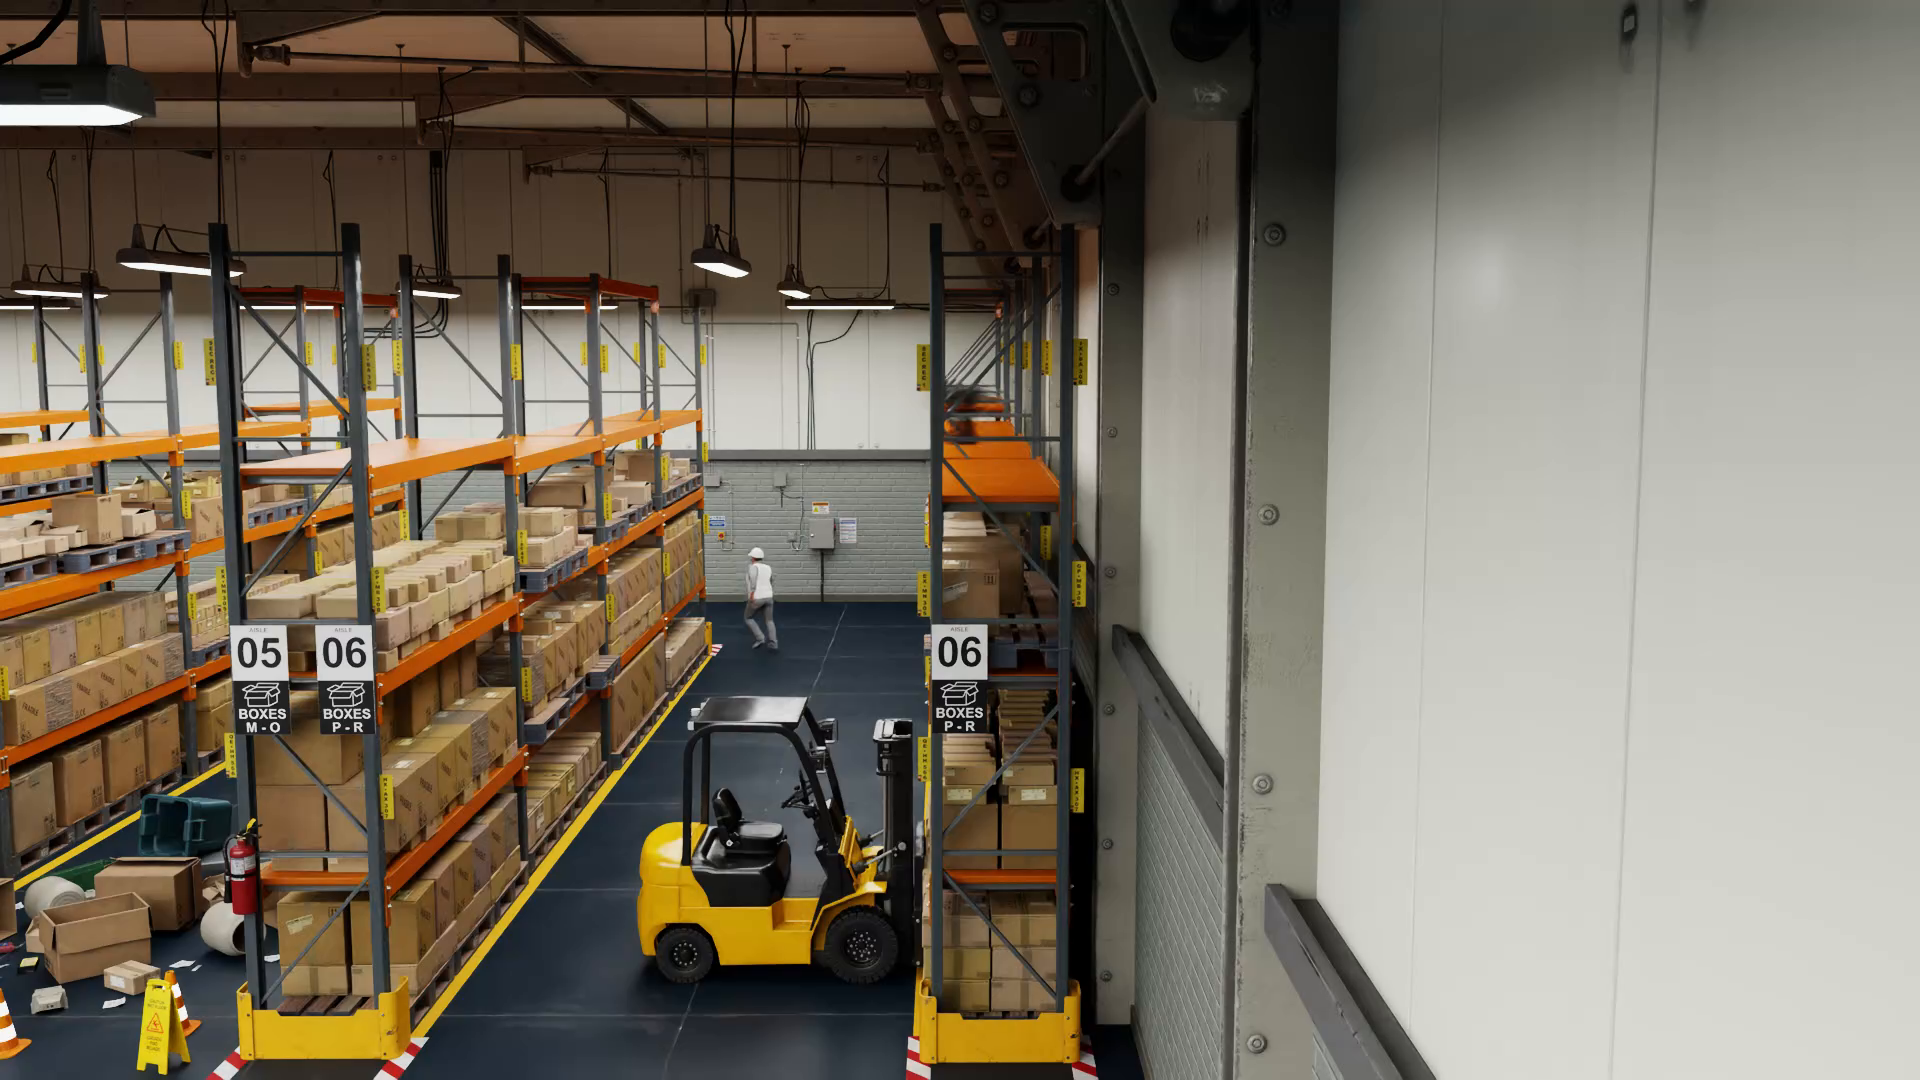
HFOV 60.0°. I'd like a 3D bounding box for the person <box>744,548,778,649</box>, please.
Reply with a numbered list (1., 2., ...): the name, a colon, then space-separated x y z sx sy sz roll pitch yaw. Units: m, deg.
1. person: -3.355 1.019 28.226 0.611 1.740 0.800 -5 8 -38
